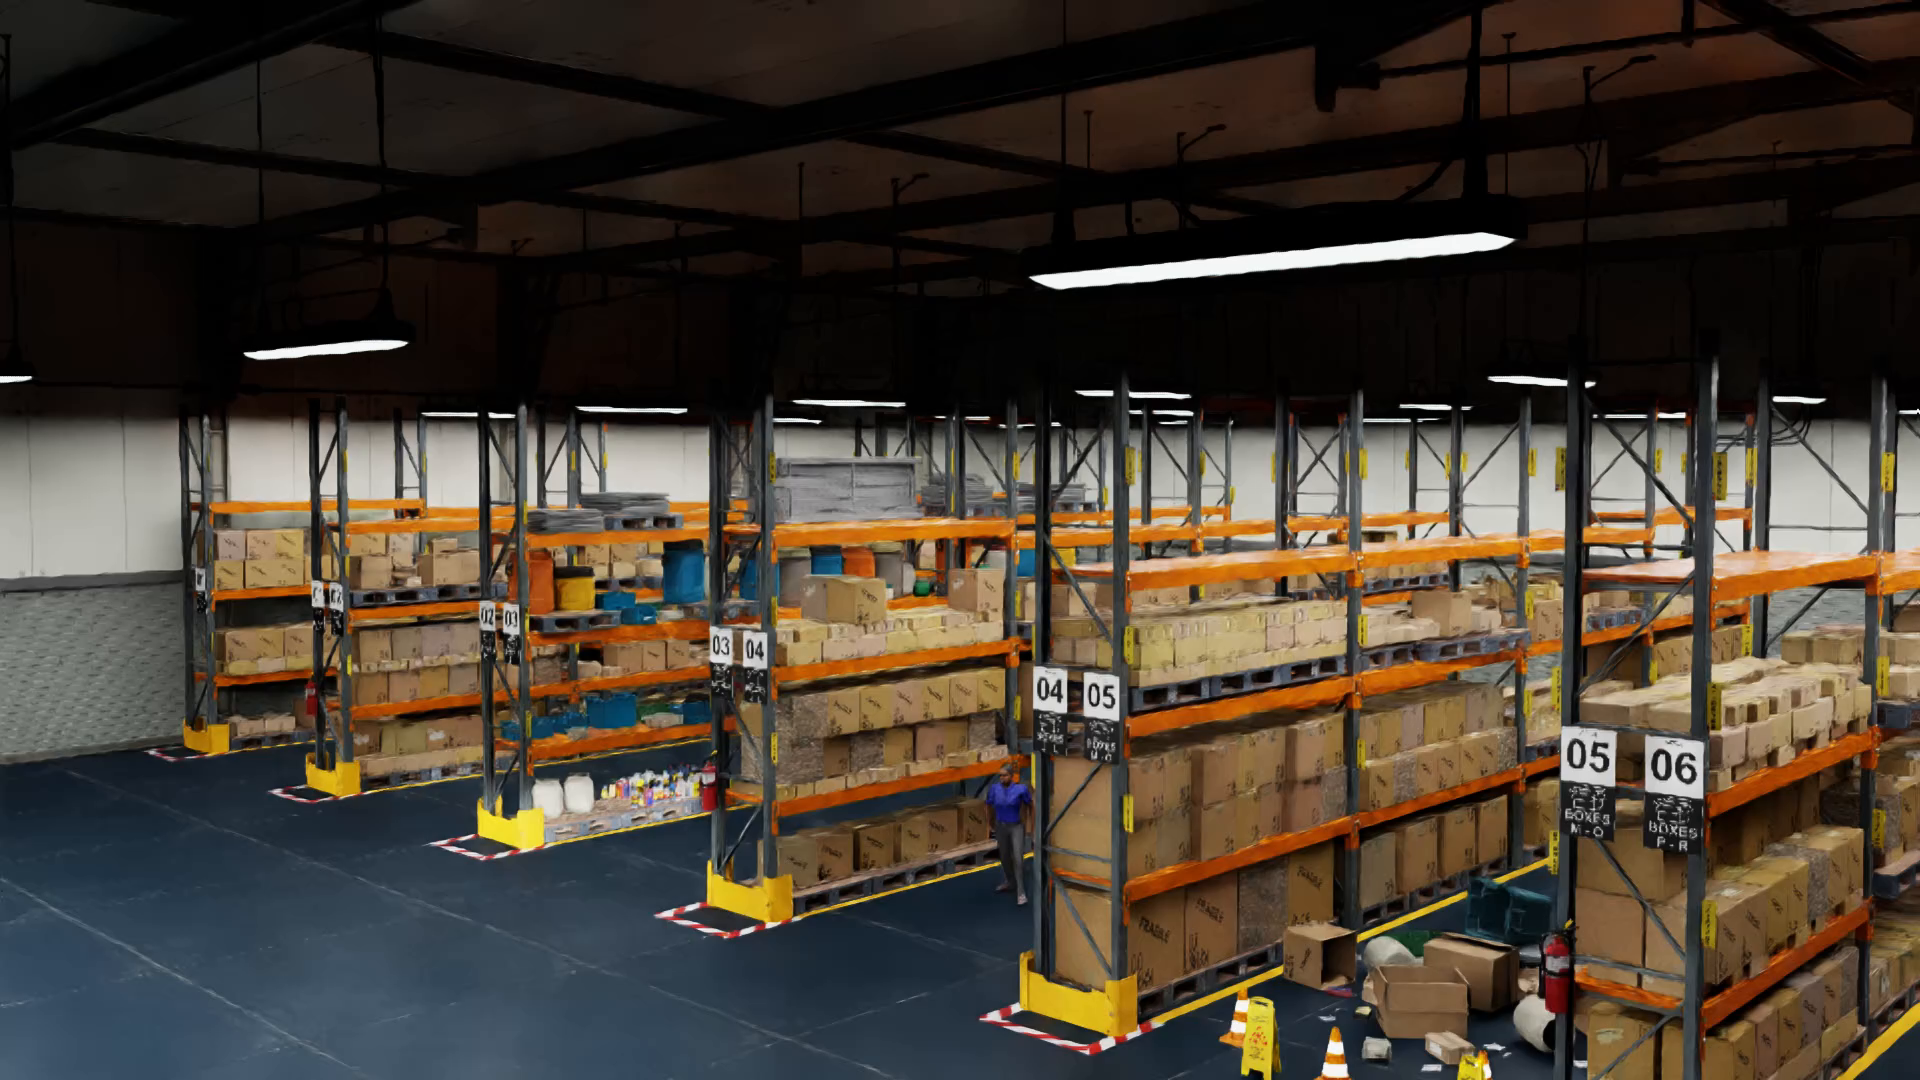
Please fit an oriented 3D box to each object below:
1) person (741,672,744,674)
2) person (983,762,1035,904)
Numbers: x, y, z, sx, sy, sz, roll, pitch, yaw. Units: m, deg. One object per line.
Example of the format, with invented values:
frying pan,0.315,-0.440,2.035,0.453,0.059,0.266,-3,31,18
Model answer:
person,-4.252,2.585,33.691,0.592,1.629,0.531,3,4,41
person,0.611,3.346,19.248,0.626,1.593,0.800,1,3,24
